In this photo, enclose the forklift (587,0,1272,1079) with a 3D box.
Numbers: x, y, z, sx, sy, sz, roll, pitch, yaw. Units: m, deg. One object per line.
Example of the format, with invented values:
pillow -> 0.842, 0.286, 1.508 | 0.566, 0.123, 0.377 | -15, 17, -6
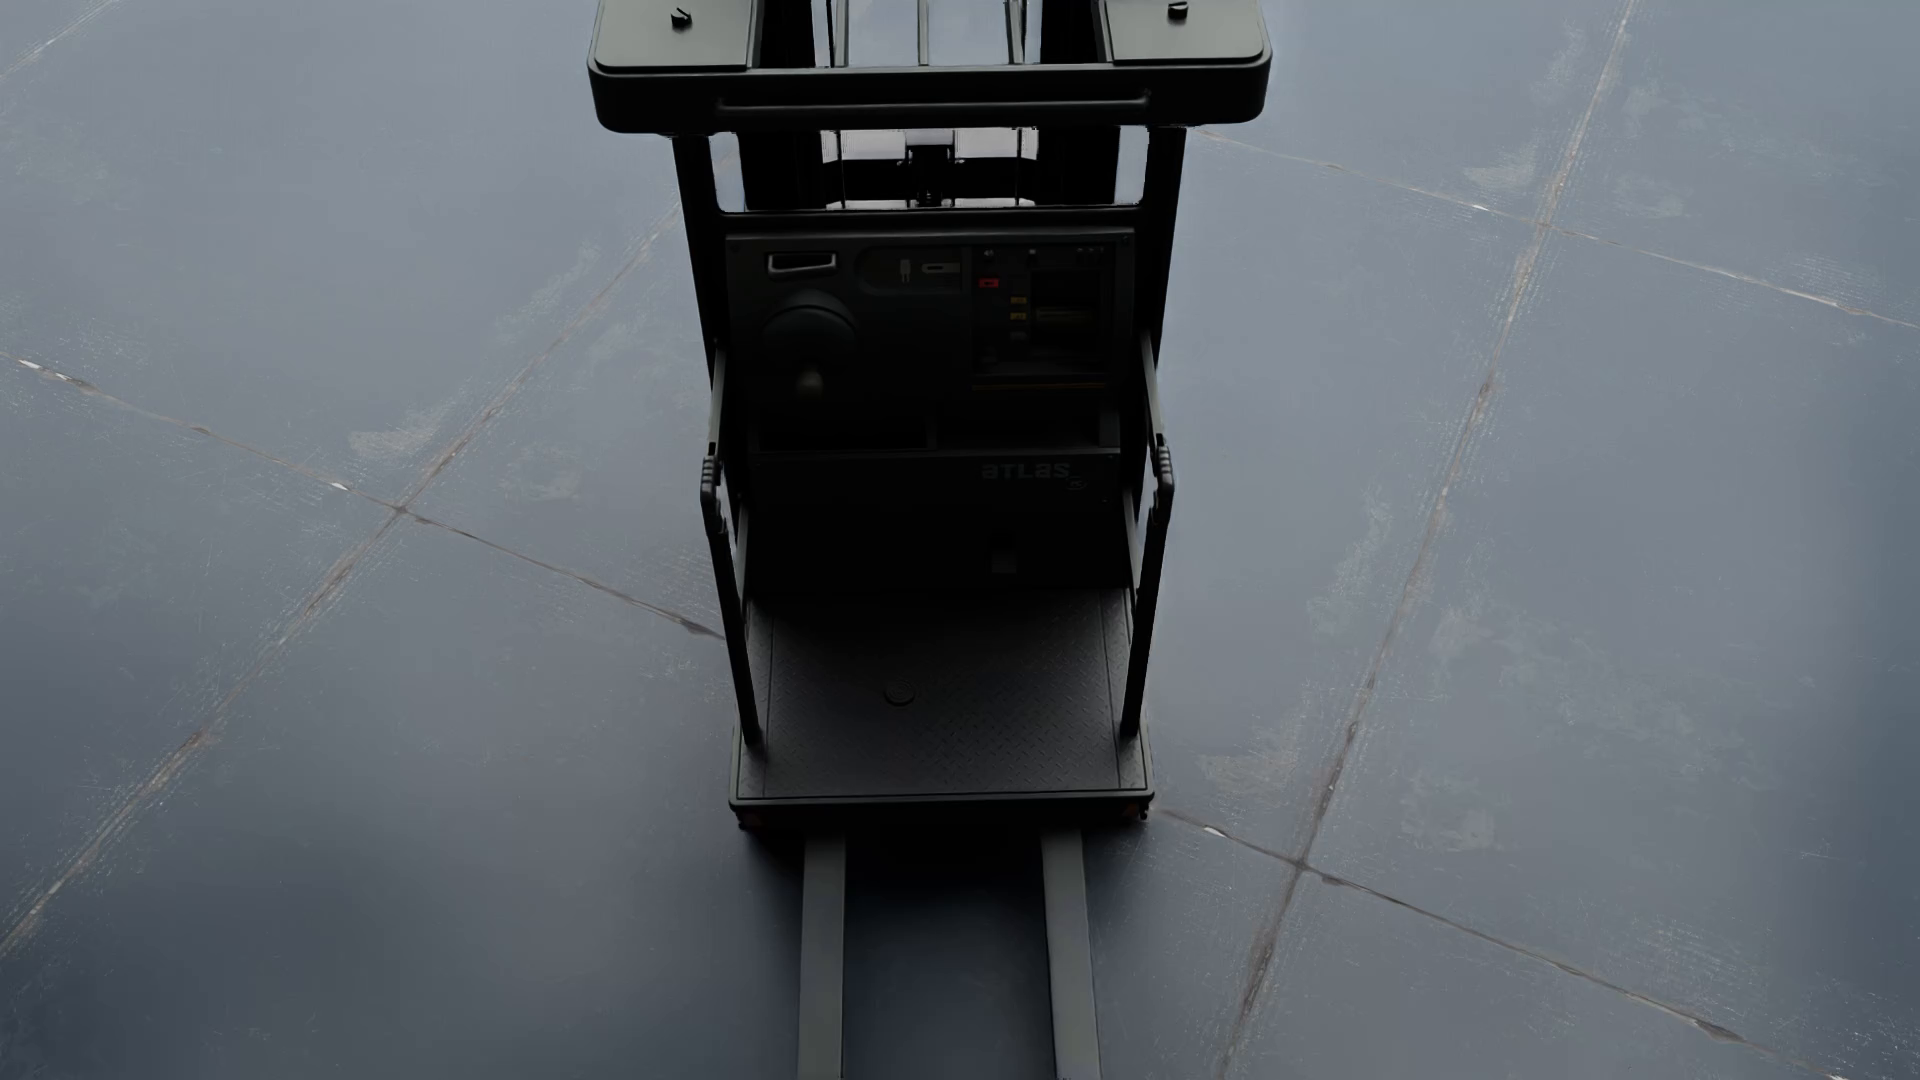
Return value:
forklift -> -0.057, -0.419, 3.682 | 1.130, 2.935, 3.031 | -1, 50, -1
